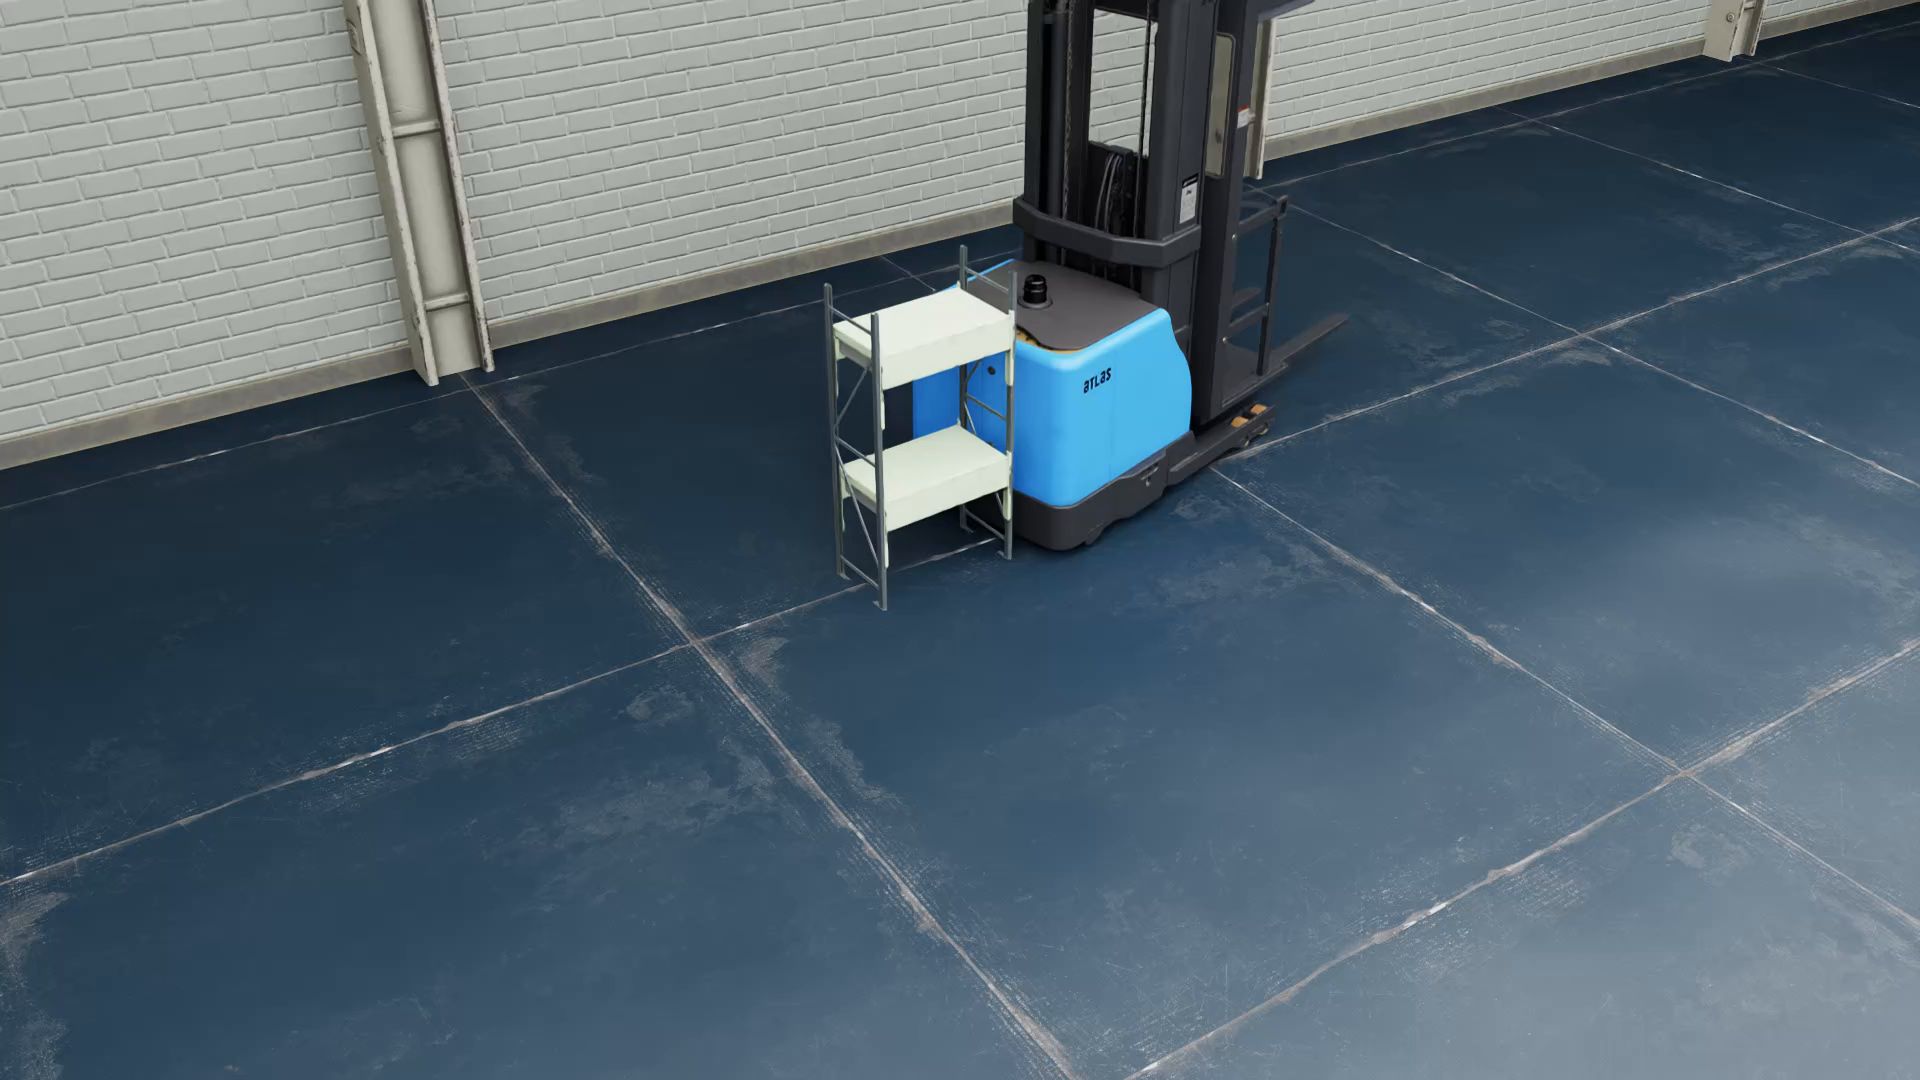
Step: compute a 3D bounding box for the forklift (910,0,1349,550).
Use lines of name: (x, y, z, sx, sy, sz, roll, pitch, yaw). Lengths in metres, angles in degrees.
forklift: (1.089, -1.899, 8.514, 1.130, 2.935, 3.031, 25, 40, 34)

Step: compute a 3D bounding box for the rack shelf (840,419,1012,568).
rack shelf: (-0.170, -0.230, 7.819, 0.720, 0.370, 0.431, -21, 38, -30)

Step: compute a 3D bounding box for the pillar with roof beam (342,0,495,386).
pillar with roof beam: (-0.669, -2.895, 4.405, 0.400, 9.000, 9.100, -19, 37, -27)

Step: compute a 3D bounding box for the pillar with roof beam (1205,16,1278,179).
pillar with roof beam: (4.375, -4.629, 7.154, 0.400, 9.000, 9.100, -19, 37, -27)

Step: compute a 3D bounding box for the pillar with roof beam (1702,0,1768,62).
pillar with roof beam: (9.418, -6.364, 9.904, 0.400, 9.000, 9.100, -19, 37, -27)

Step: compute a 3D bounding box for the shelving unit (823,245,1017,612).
shelving unit: (-0.170, -0.505, 7.645, 0.755, 1.500, 0.431, -21, 38, -30)

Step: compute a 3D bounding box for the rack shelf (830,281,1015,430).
rack shelf: (-0.170, -0.835, 7.437, 0.720, 0.370, 0.431, -21, 38, -30)

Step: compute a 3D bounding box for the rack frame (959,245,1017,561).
rack frame: (0.124, -0.621, 7.829, 0.023, 1.500, 0.400, -21, 38, -30)

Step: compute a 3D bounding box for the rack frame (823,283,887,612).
rack frame: (-0.465, -0.389, 7.461, 0.023, 1.500, 0.400, -21, 38, -30)
